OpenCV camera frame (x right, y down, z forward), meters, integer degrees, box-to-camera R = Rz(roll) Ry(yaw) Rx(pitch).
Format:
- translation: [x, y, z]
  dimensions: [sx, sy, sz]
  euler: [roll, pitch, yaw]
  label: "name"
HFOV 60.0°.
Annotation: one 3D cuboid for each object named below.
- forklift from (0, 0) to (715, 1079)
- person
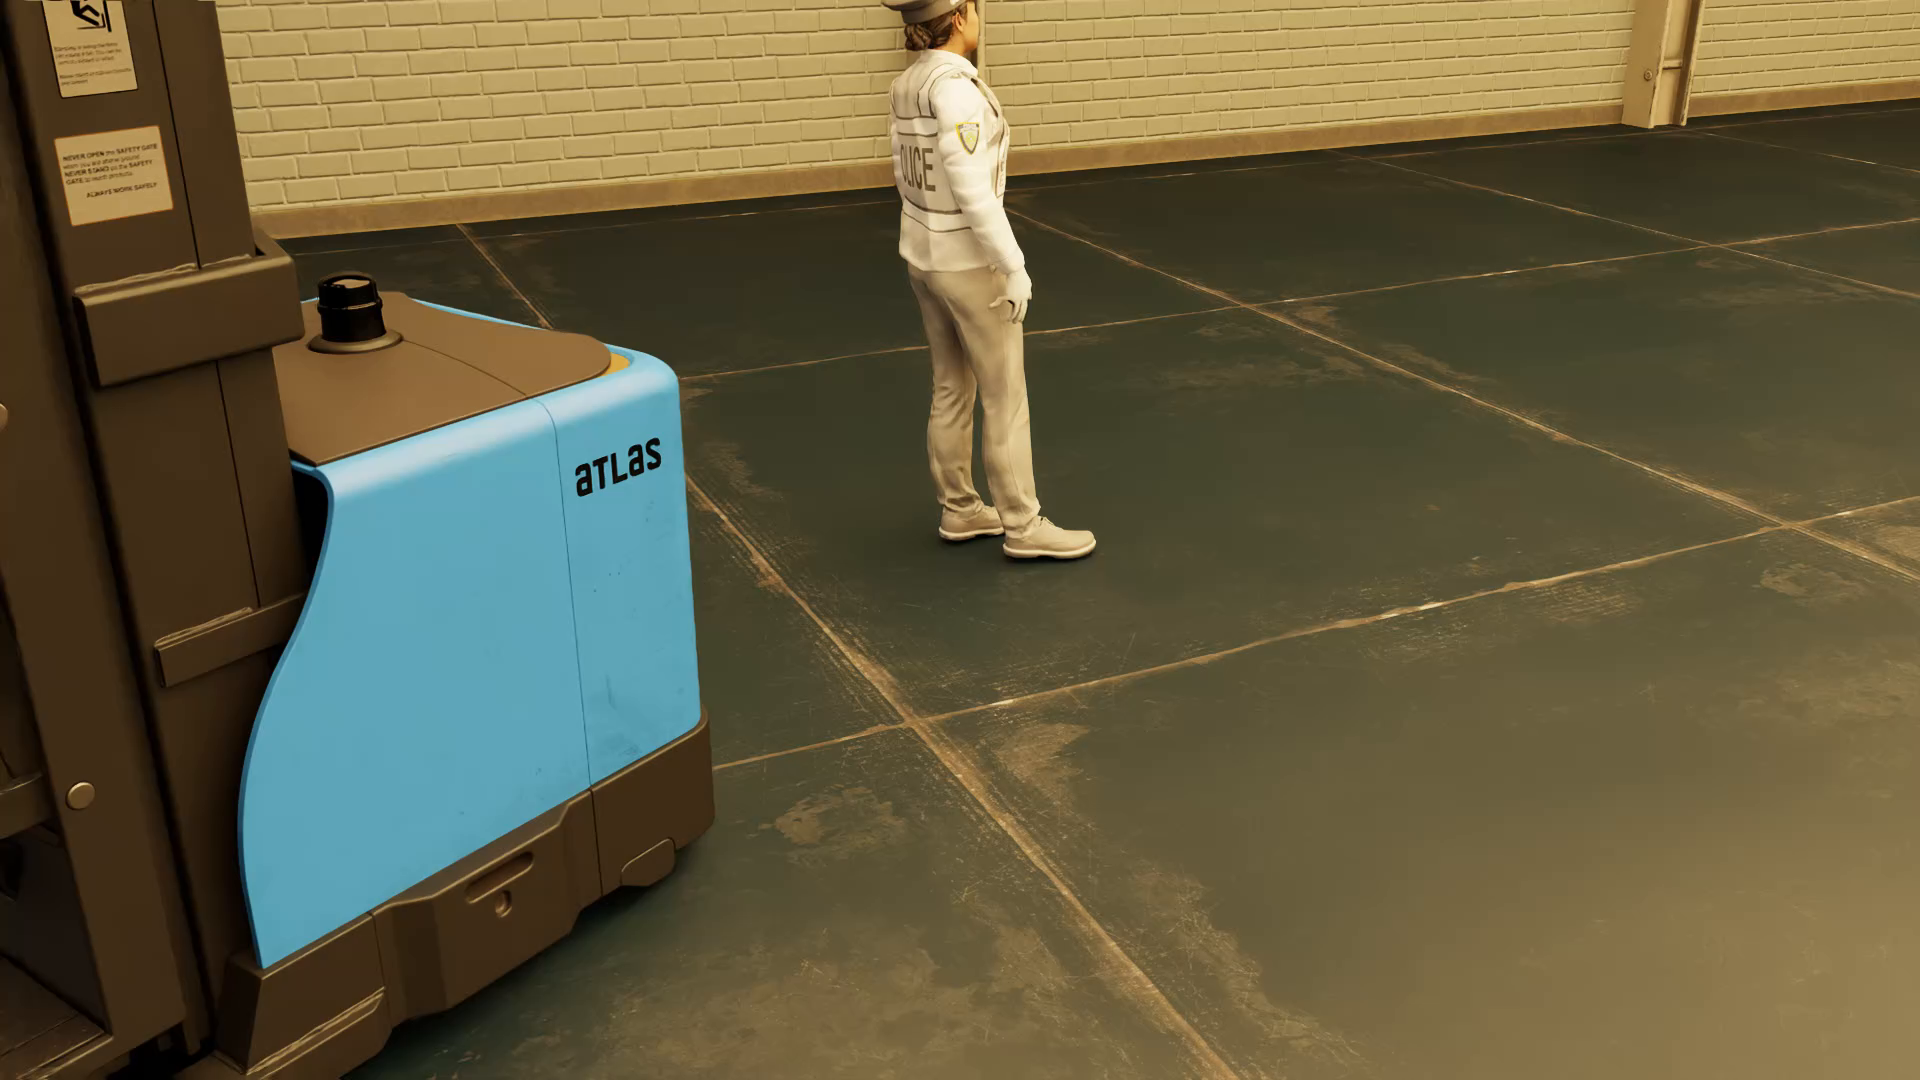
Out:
- translation: [-1.790, -0.356, 2.143]
  dimensions: [1.130, 2.935, 3.031]
  euler: [16, 27, 33]
  label: "forklift"
- translation: [0.065, -0.798, 4.800]
  dimensions: [0.531, 1.695, 0.588]
  euler: [-10, 25, -23]
  label: "person"
